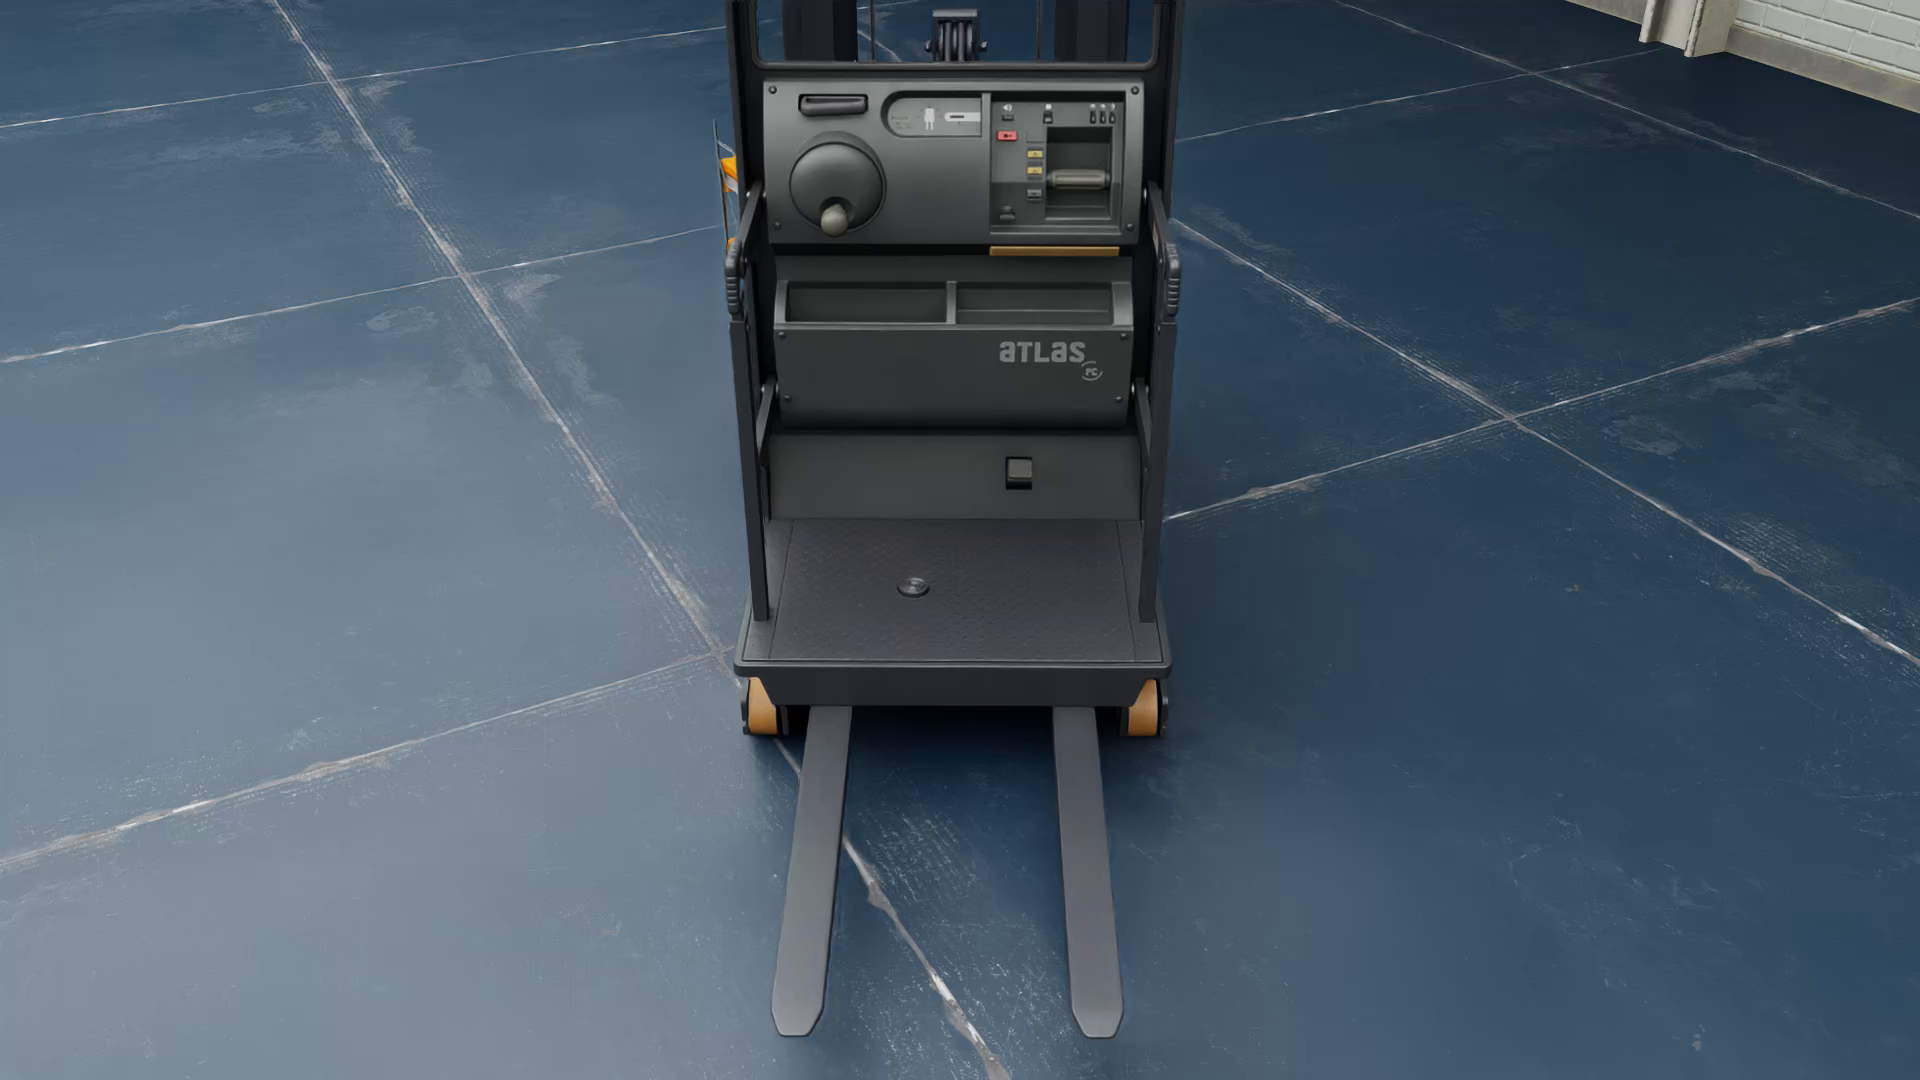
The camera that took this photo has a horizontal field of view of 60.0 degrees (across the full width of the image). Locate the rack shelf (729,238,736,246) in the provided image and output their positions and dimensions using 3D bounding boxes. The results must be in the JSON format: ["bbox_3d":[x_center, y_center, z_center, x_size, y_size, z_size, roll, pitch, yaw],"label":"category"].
[{"bbox_3d":[-0.642,-0.923,5.731,0.240,0.259,0.215,-19,37,-26],"label":"rack shelf"}]

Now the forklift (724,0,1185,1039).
[{"bbox_3d":[-0.015,-0.878,3.904,1.130,2.935,3.031,0,33,0],"label":"forklift"}]

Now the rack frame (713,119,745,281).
[{"bbox_3d":[-0.746,-0.896,5.672,0.008,1.050,0.200,-19,37,-26],"label":"rack frame"}]

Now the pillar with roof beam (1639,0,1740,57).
[{"bbox_3d":[0.453,-5.624,5.686,9.100,9.000,0.400,-16,36,-23],"label":"pillar with roof beam"}]

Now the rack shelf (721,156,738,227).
[{"bbox_3d":[-0.648,-1.163,5.579,0.240,0.259,0.215,-19,37,-26],"label":"rack shelf"}]

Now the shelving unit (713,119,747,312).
[{"bbox_3d":[-0.643,-0.932,5.725,0.252,1.050,0.215,-19,37,-26],"label":"shelving unit"}]
